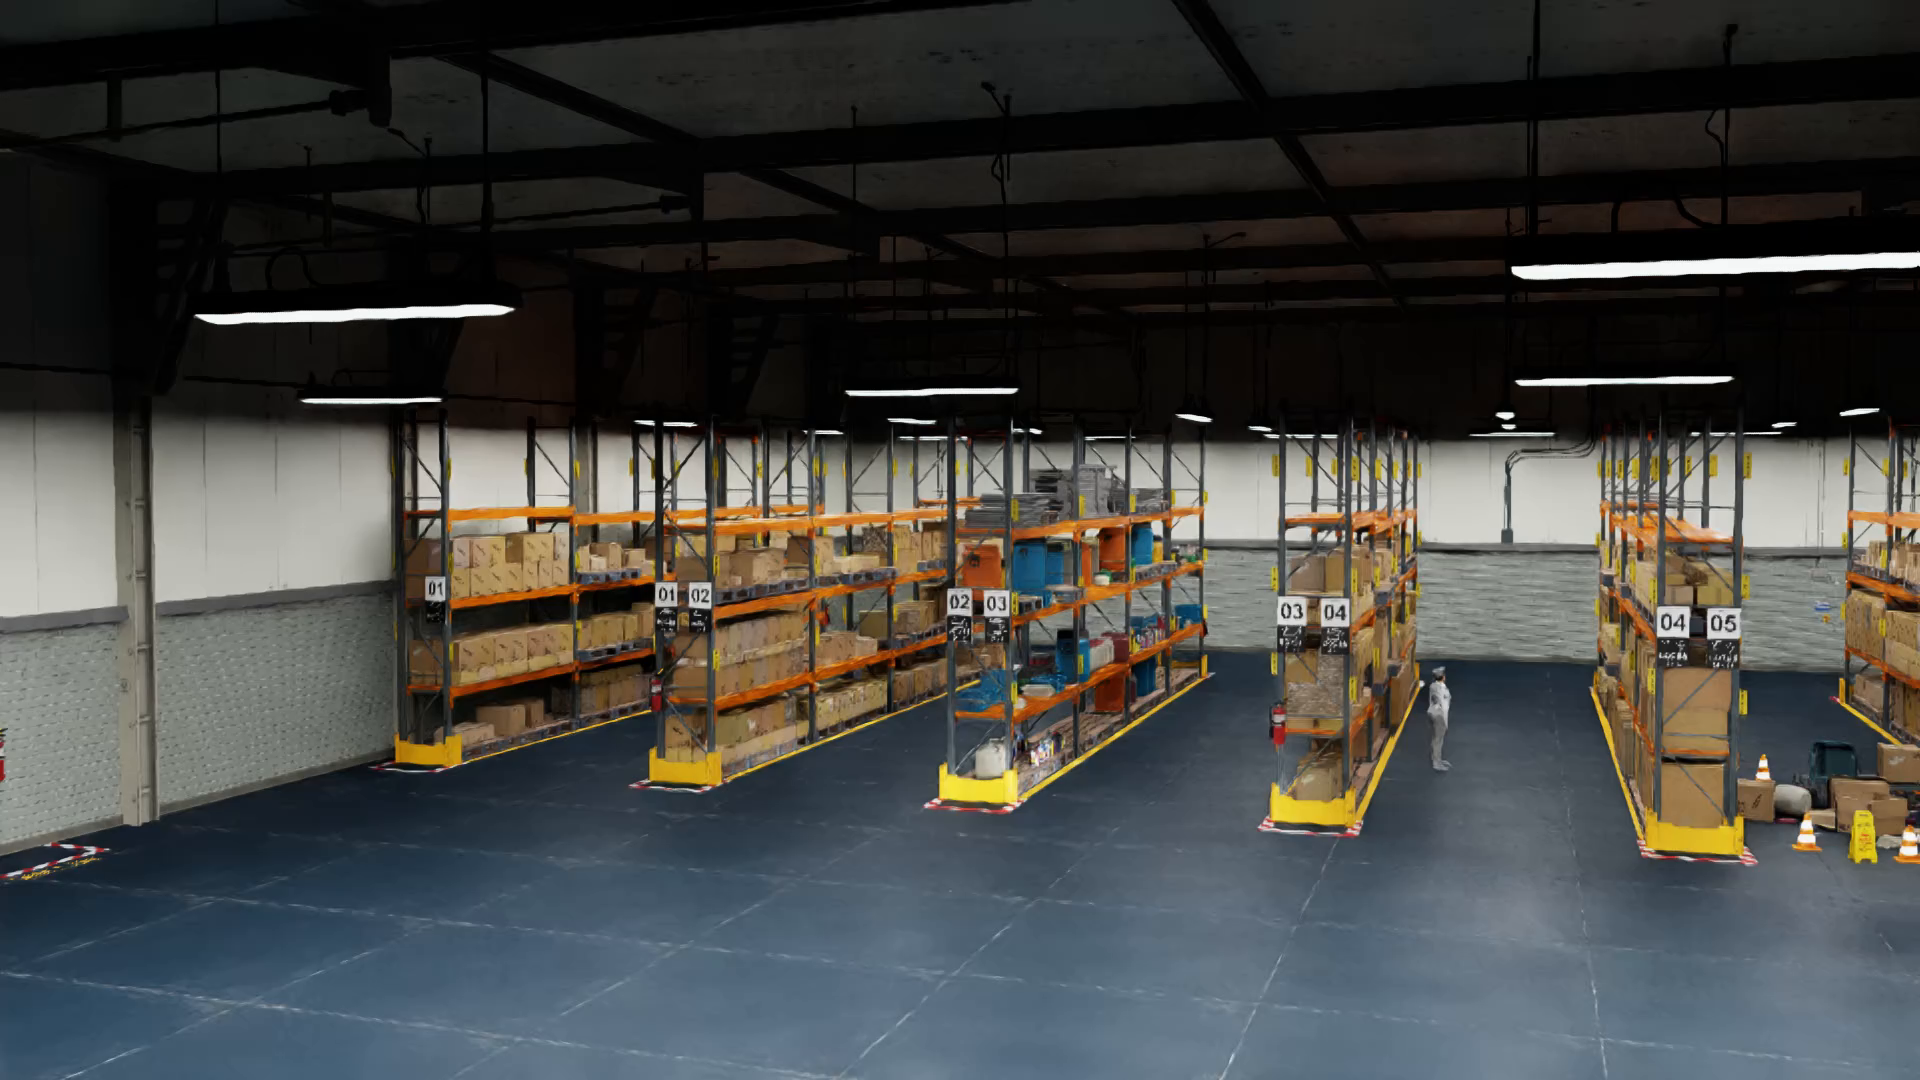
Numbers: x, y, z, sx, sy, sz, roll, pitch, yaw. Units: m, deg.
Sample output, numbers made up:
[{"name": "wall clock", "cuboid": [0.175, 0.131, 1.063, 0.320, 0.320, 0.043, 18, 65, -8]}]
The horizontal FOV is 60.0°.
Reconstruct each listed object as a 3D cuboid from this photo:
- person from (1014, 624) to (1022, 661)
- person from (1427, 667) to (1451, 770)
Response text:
[{"name": "person", "cuboid": [1.407, 2.294, 43.539, 0.584, 1.692, 0.930, 0, 2, -8]}, {"name": "person", "cuboid": [8.029, 2.961, 27.760, 0.416, 1.677, 0.537, 0, 2, -11]}]
